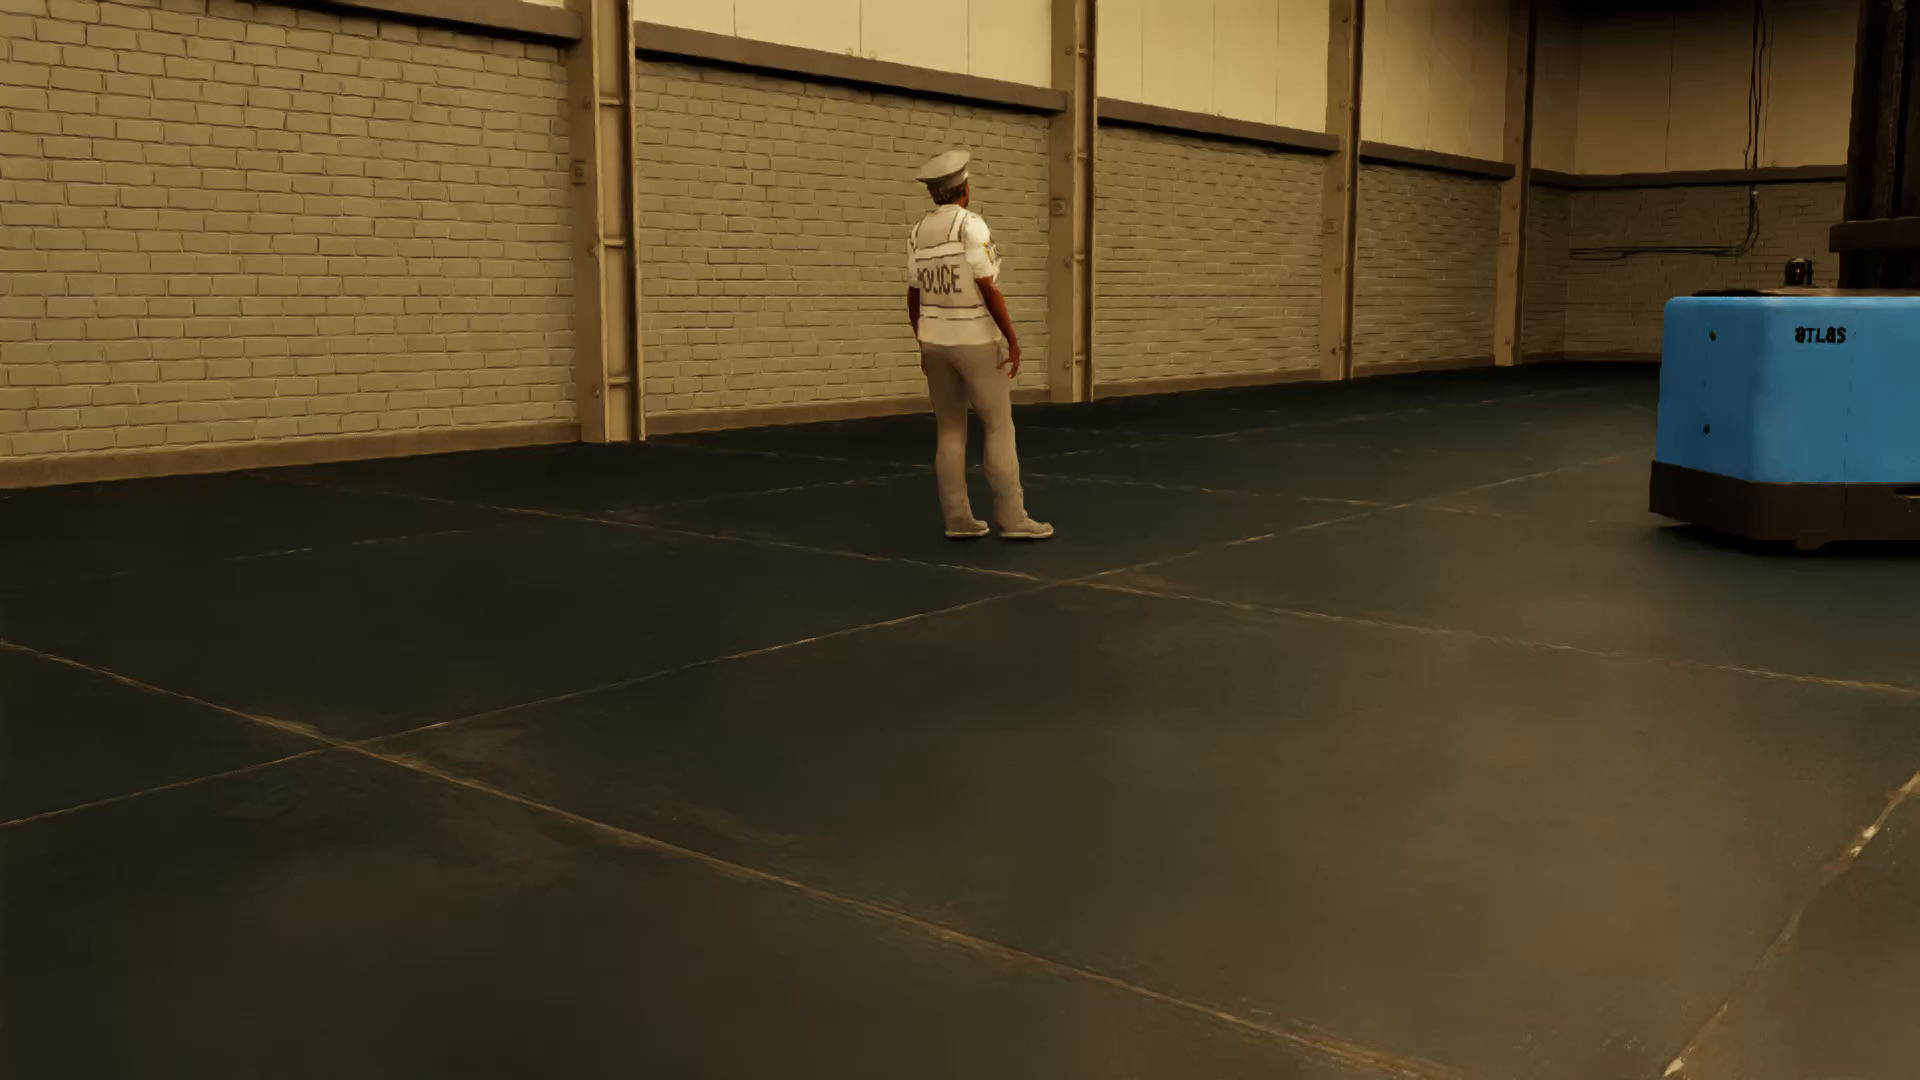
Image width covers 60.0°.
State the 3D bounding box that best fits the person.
[{"bbox_3d":[0.062,-0.851,7.327,0.570,1.693,0.529,7,11,38],"label":"person"}]

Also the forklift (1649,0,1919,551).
[{"bbox_3d":[4.777,-1.460,7.259,3.031,2.935,1.130,0,8,-2],"label":"forklift"}]
